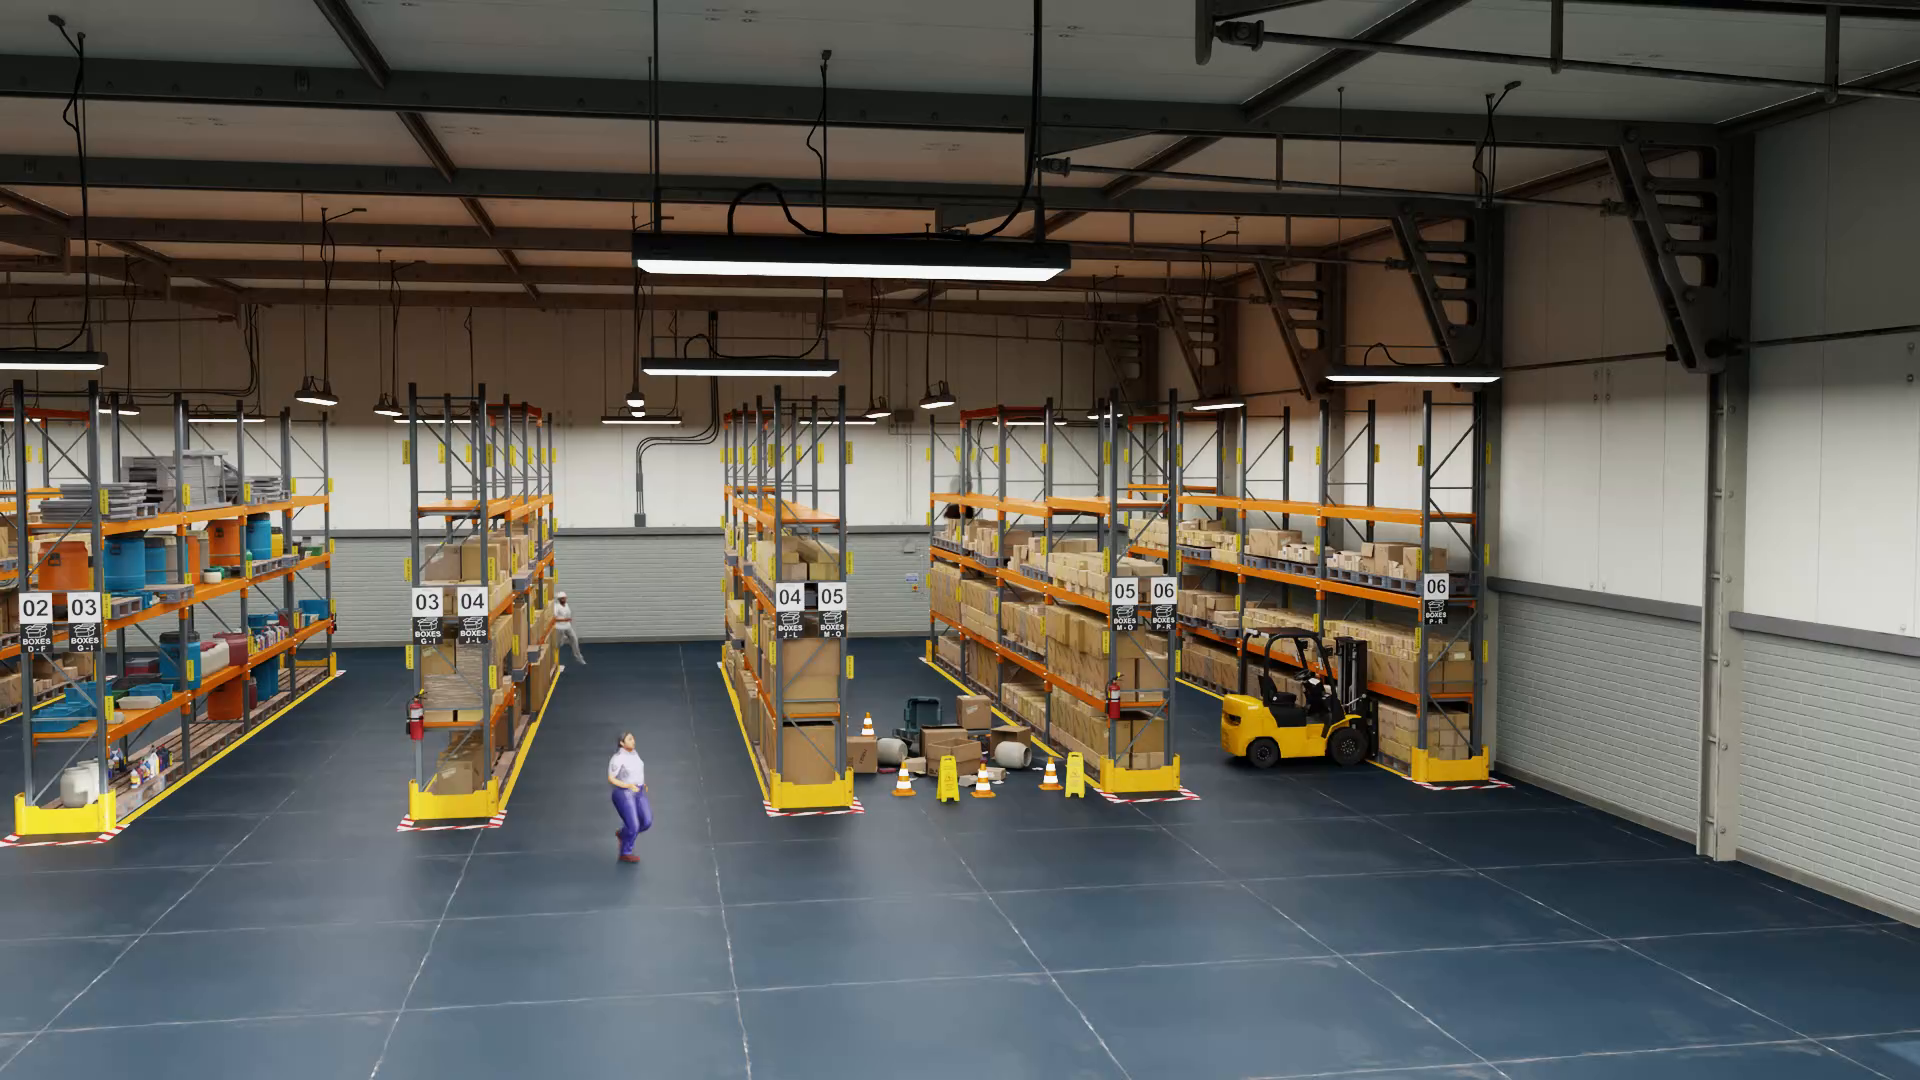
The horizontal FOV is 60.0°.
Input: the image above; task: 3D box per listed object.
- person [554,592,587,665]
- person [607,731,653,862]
[{"bbox_3d":[-9.469,2.111,39.676,0.967,1.769,0.707,1,3,23],"label":"person"},{"bbox_3d":[-4.087,3.160,20.547,0.570,1.597,0.603,1,3,26],"label":"person"}]
